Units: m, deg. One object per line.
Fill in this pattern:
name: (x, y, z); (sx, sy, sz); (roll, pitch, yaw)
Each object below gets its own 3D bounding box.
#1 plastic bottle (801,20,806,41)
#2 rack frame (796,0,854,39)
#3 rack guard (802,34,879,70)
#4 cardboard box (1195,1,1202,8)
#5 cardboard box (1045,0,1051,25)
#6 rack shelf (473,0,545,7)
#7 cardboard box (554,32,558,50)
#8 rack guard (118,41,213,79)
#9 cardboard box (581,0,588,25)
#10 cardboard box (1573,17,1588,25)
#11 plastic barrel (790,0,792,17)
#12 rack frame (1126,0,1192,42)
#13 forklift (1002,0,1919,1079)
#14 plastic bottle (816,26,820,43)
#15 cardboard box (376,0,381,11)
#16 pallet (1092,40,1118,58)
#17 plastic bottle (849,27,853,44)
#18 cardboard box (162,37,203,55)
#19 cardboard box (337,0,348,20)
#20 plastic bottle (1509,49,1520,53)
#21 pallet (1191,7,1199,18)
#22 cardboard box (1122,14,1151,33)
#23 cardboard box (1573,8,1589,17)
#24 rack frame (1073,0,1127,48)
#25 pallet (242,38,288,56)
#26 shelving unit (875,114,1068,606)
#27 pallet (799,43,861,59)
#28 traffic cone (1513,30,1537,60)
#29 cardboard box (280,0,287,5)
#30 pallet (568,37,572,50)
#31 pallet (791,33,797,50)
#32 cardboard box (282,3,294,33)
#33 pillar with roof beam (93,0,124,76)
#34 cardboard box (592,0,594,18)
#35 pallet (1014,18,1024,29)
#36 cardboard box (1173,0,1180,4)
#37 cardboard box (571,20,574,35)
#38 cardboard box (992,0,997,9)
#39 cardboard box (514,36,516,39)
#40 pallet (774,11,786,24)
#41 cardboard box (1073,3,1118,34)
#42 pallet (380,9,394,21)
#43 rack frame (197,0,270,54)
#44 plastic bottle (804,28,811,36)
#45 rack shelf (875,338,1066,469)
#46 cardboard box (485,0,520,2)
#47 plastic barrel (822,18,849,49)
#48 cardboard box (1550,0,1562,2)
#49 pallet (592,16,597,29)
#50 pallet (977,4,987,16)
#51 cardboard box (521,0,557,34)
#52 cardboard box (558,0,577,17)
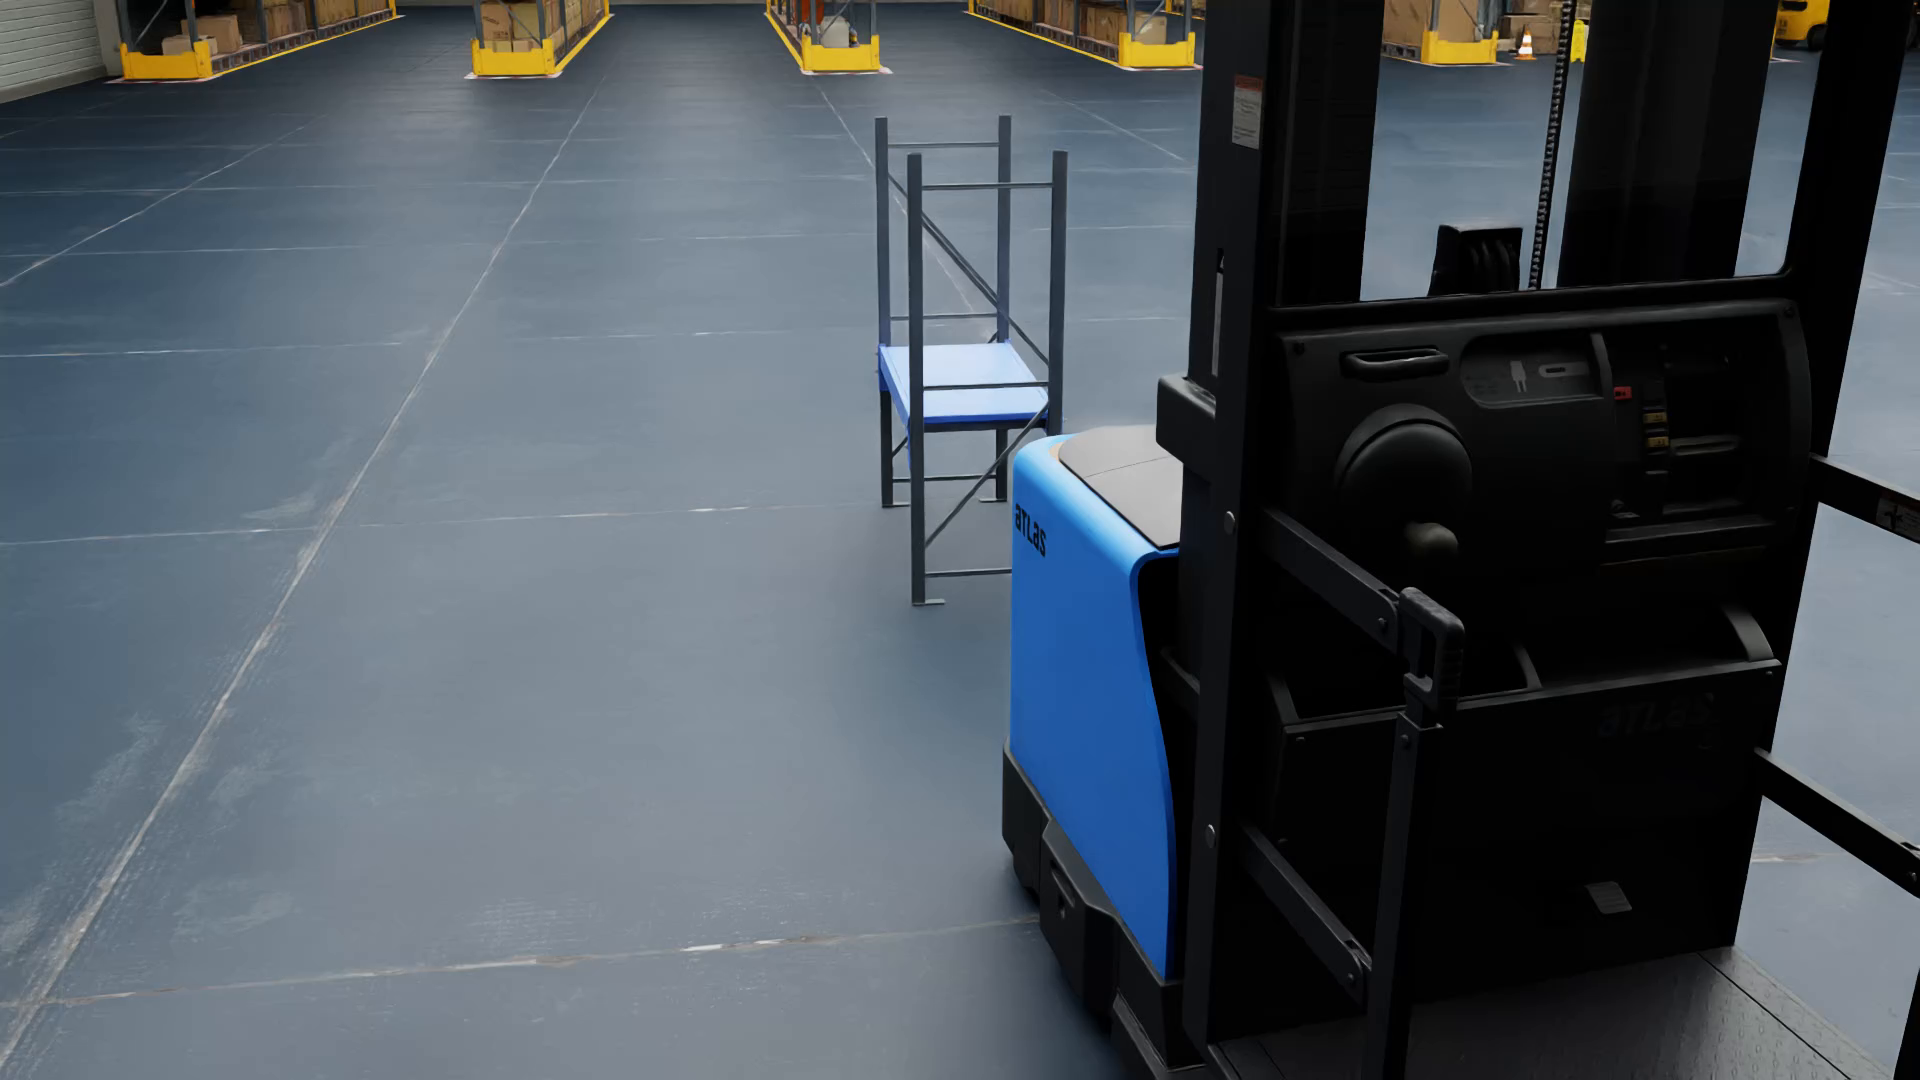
plastic bottle: (-2.627, -8.647, 28.238); (0.144, 0.351, 0.185); (-4, 21, -10)
rack frame: (-2.360, -10.048, 28.831); (1.000, 3.000, 0.127); (-3, 21, -8)
rack guard: (-1.841, -7.516, 25.624); (1.175, 0.500, 0.348); (-3, 21, -8)
cardboard box: (5.768, -12.621, 39.194); (0.380, 0.149, 0.250); (-3, 21, -8)
cardboard box: (2.081, -10.486, 32.950); (0.700, 0.500, 0.500); (-4, 21, -11)
rack shelf: (-6.974, -8.770, 26.437); (1.077, 0.370, 4.000); (-3, 21, -8)
cardboard box: (-6.757, -8.039, 26.783); (0.500, 0.250, 0.500); (-3, 21, -8)
rack guard: (-11.598, -7.018, 24.293); (1.175, 0.500, 0.348); (-3, 21, -8)
cardboard box: (-7.621, -10.391, 32.694); (0.500, 0.500, 0.500); (-2, 21, -5)
cardboard box: (11.156, -9.188, 30.098); (0.500, 0.500, 0.500); (12, 24, 29)
plastic barrel: (-3.356, -11.214, 34.910); (0.421, 0.512, 0.421); (0, 20, 0)
rack frame: (3.118, -8.912, 25.791); (1.000, 3.000, 0.127); (-3, 21, -8)
forklift: (0.999, -0.152, 2.434); (1.130, 2.935, 3.031); (-6, 21, -15)
plastic bottle: (-2.423, -8.481, 27.900); (0.152, 0.276, 0.135); (-3, 21, -8)
cardboard box: (-13.621, -12.318, 37.882); (0.700, 0.500, 0.500); (-3, 21, -8)
pallet: (2.852, -8.337, 28.236); (1.003, 0.211, 1.213); (-3, 21, -8)
plastic bottle: (-1.800, -8.387, 27.656); (0.097, 0.271, 0.097); (0, 20, 0)
cardboard box: (-11.597, -7.354, 24.832); (0.500, 0.311, 0.500); (-5, 21, -14)
cardboard box: (-12.963, -10.981, 33.803); (0.750, 0.750, 0.750); (-2, 21, -6)
plastic bottle: (9.619, -8.480, 28.833); (0.133, 0.061, 0.283); (-11, 23, -26)
pallet: (6.000, -12.630, 39.731); (1.003, 0.211, 1.213); (-3, 21, -8)
cardboard box: (2.925, -8.360, 27.286); (0.500, 0.500, 0.500); (2, 21, 6)
cardboard box: (12.270, -9.944, 31.710); (0.950, 0.372, 0.625); (-3, 21, -7)
rack frame: (2.541, -10.297, 29.499); (1.000, 3.000, 0.127); (-3, 21, -8)
pallet: (-12.277, -8.511, 28.702); (1.003, 0.211, 1.213); (-3, 21, -8)
shelving unit: (0.012, -0.673, 5.875); (0.538, 1.500, 1.048); (-3, 21, -8)
pallet: (-2.125, -8.083, 27.557); (1.003, 0.211, 1.213); (-3, 21, -8)
traffic cone: (9.369, -8.195, 27.495); (0.336, 0.463, 0.334); (-3, 21, -8)
cardboard box: (-12.564, -9.872, 30.233); (0.500, 0.250, 0.500); (-3, 21, -7)
pallet: (-7.407, -8.746, 29.331); (1.003, 0.211, 1.213); (-3, 21, -8)
pallet: (-2.511, -9.011, 30.041); (1.003, 0.211, 1.213); (-3, 21, -8)
cardboard box: (-12.625, -9.537, 30.408); (0.700, 0.500, 0.500); (-3, 21, -8)
pillar with roof beam: (-8.284, -11.389, 23.849); (9.100, 9.000, 0.400); (-3, 21, -8)
cardboard box: (-7.997, -11.276, 35.064); (0.500, 0.500, 0.500); (-3, 21, -8)
pallet: (1.753, -11.074, 35.565); (1.003, 0.211, 1.213); (-3, 21, -8)
cardboard box: (5.493, -13.331, 41.096); (0.380, 0.149, 0.250); (-2, 21, -7)
cardboard box: (-7.225, -9.216, 29.934); (0.500, 0.250, 0.500); (-4, 21, -9)
cardboard box: (1.243, -12.813, 38.671); (0.875, 0.875, 0.875); (-3, 21, -8)
cardboard box: (-7.139, -7.666, 25.784); (0.500, 0.250, 0.500); (-3, 21, -8)
pallet: (-3.657, -11.764, 37.411); (1.003, 0.211, 1.213); (-3, 21, -8)
cardboard box: (2.474, -9.546, 30.432); (0.700, 0.500, 0.500); (-5, 21, -12)
pallet: (-13.700, -12.123, 38.374); (1.003, 0.211, 1.213); (-3, 21, -8)
rack frame: (-12.163, -9.548, 27.493); (1.000, 3.000, 0.127); (-3, 21, -8)
plastic bottle: (-2.491, -8.295, 27.403); (0.152, 0.276, 0.135); (-3, 21, -7)
rack shelf: (0.012, -0.505, 5.938); (0.538, 0.185, 1.000); (-3, 21, -8)
cardboard box: (-7.287, -8.363, 26.579); (0.500, 0.500, 0.500); (-3, 21, -8)
plastic barrel: (-1.954, -7.918, 26.084); (0.421, 0.512, 0.421); (0, 20, 0)
cardboard box: (15.524, -14.014, 42.419); (0.797, 0.503, 0.637); (-4, 21, -10)
pallet: (-8.260, -10.983, 35.320); (1.003, 0.211, 1.213); (-3, 21, -8)
pallet: (1.004, -12.873, 40.381); (1.003, 0.211, 1.213); (-3, 21, -8)
cardboard box: (-6.756, -8.390, 26.652); (0.500, 0.500, 0.500); (-3, 21, -8)
cardboard box: (-7.368, -9.832, 30.781); (0.500, 0.311, 0.500); (-3, 21, -8)
